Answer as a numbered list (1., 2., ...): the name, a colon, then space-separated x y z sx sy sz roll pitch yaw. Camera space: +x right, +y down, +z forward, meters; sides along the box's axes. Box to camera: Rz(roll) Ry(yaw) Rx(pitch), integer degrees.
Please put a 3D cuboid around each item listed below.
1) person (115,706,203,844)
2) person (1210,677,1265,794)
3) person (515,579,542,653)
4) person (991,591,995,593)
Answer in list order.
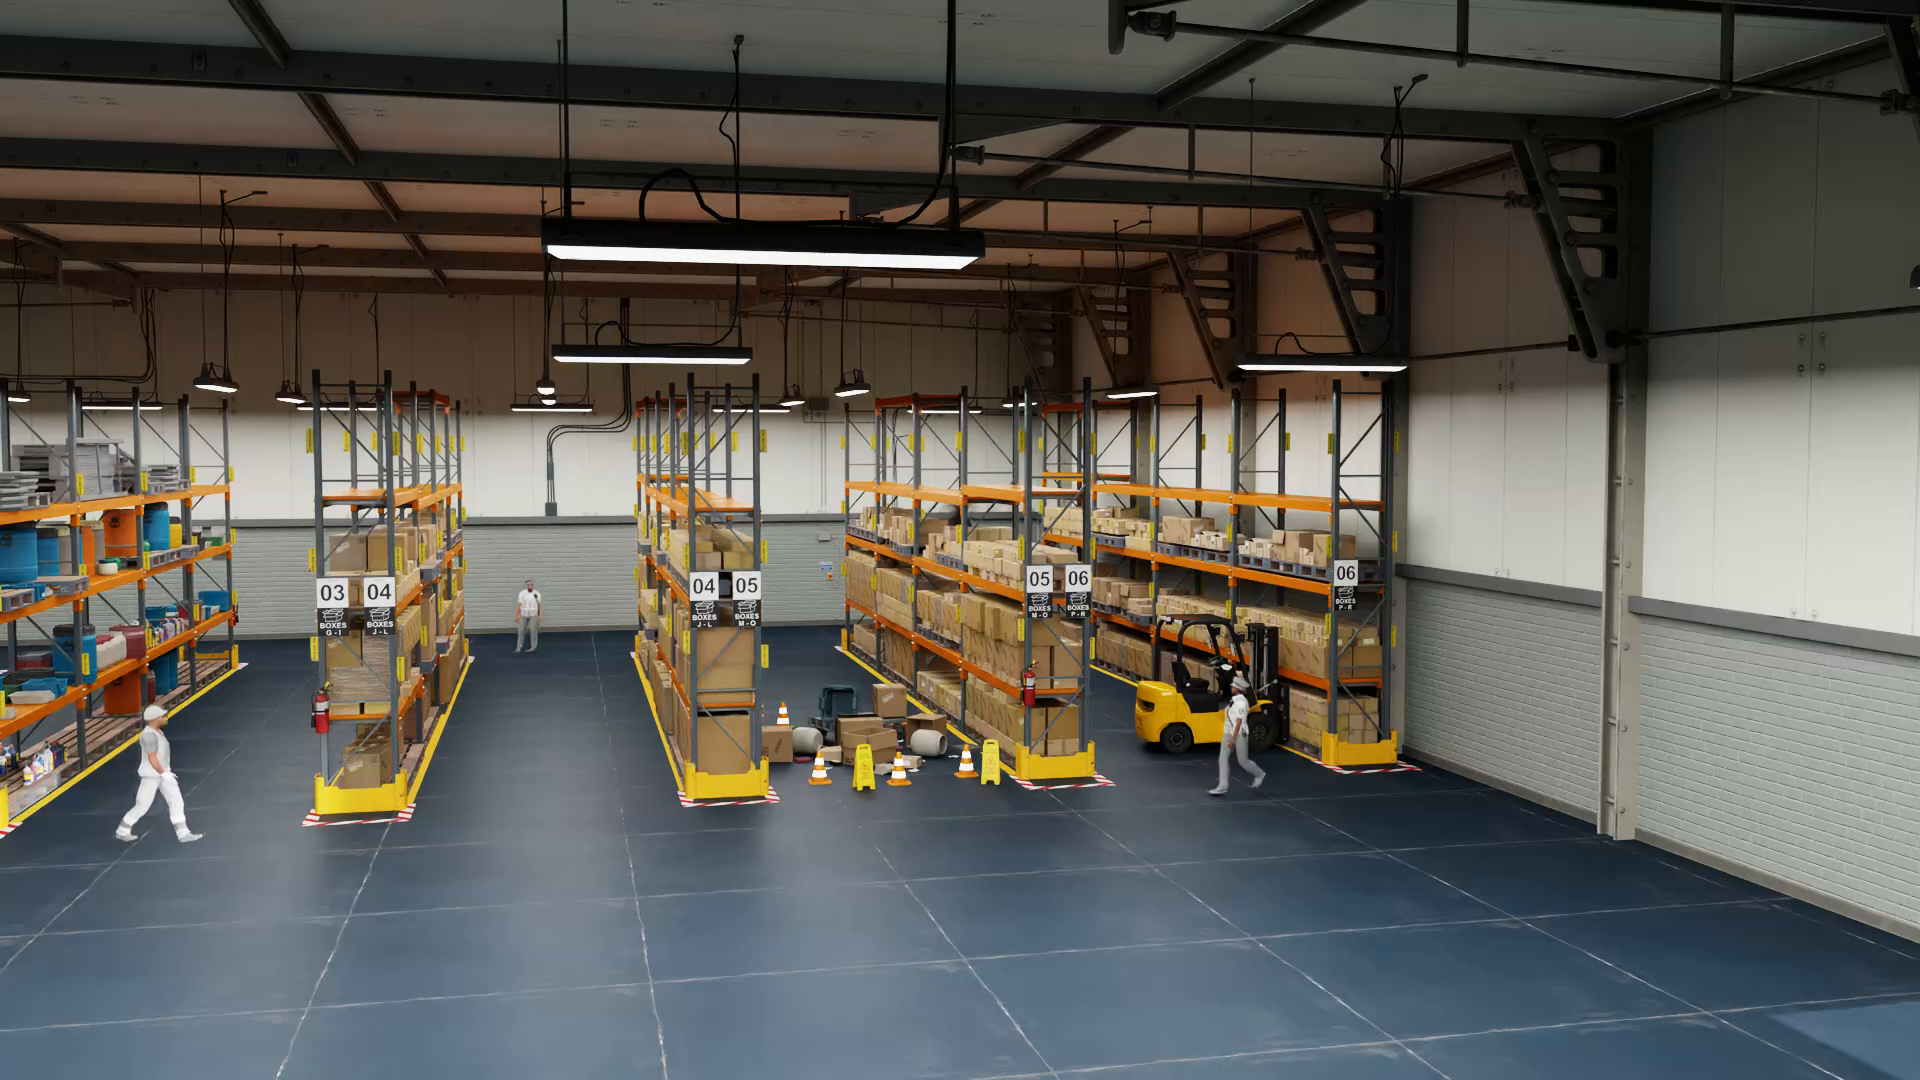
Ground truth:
1. person: -10.016 2.938 20.739 1.044 1.750 0.503 0 3 5
2. person: 3.965 2.784 23.809 0.844 1.664 0.428 -2 4 -35
3. person: -10.386 1.816 40.020 0.651 1.777 0.400 0 3 -8
4. person: 0.997 1.632 42.850 0.763 1.753 0.589 -1 3 -17
